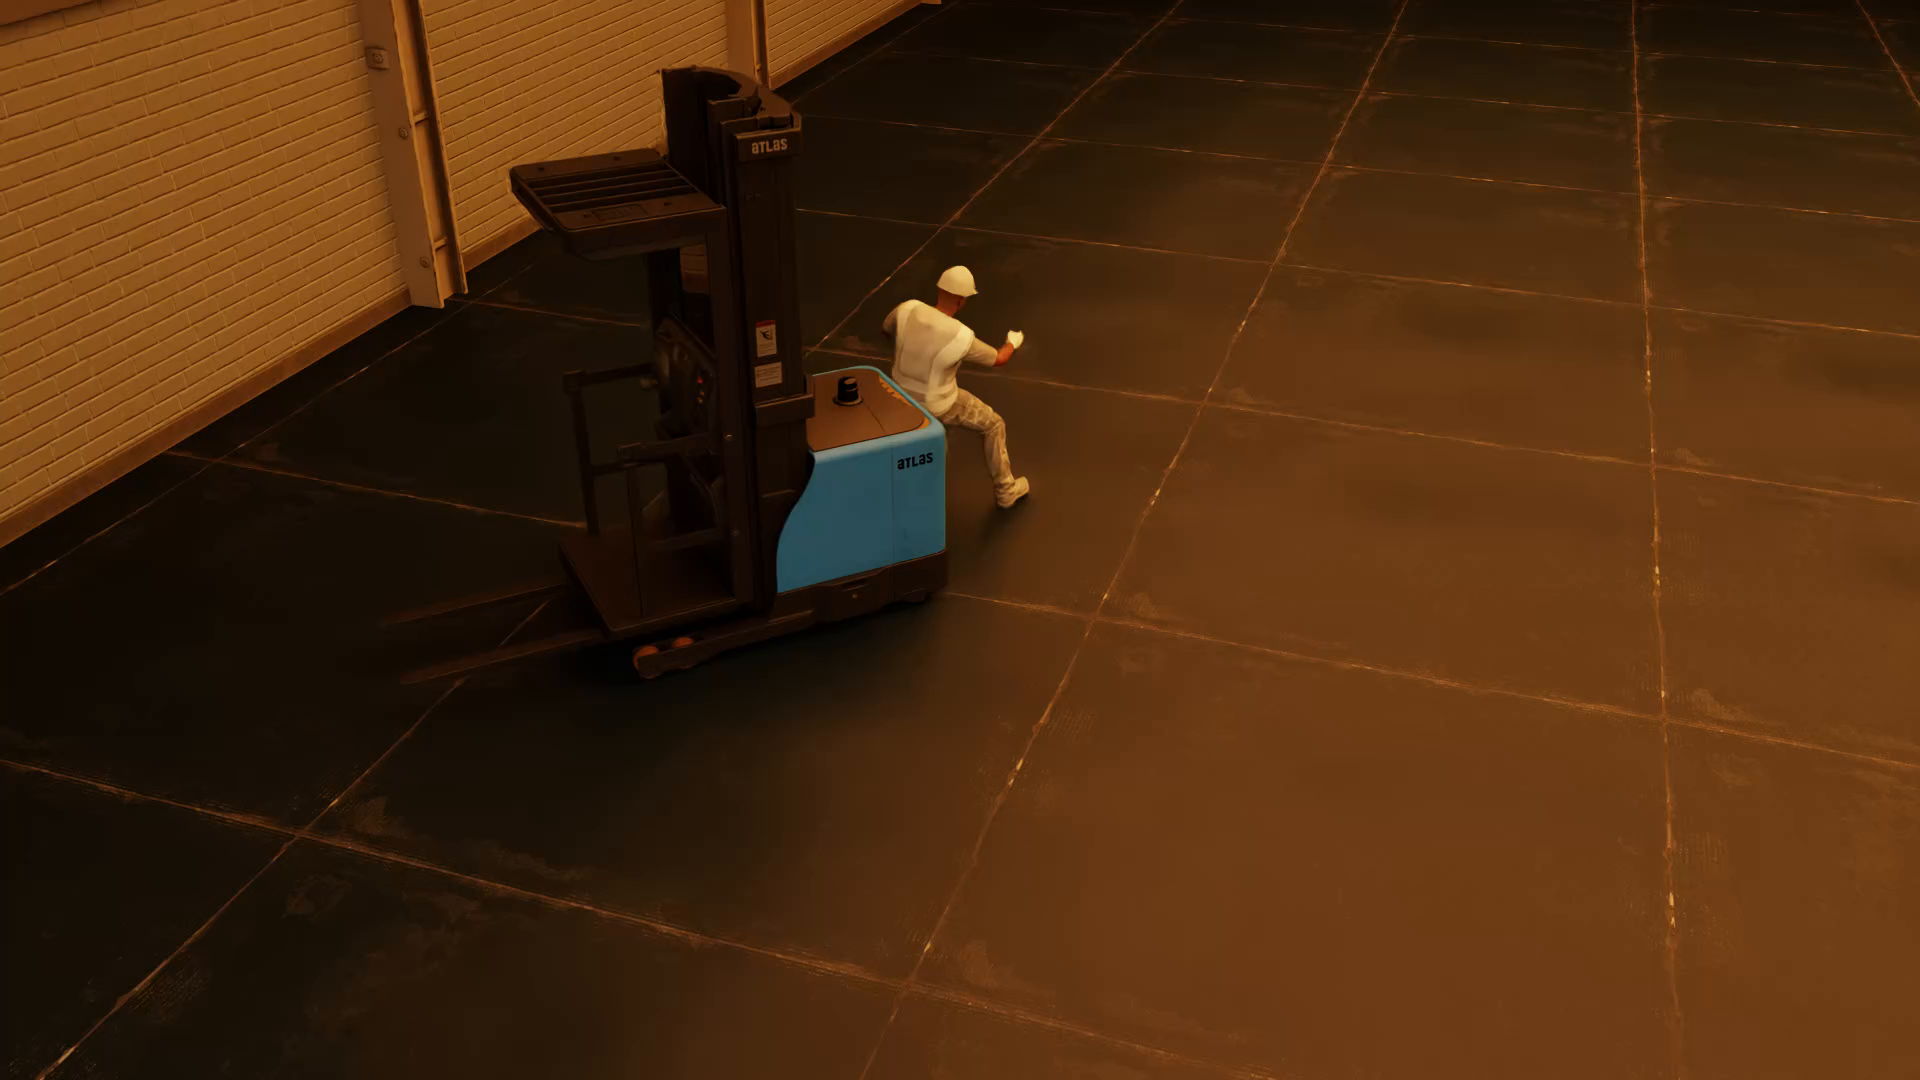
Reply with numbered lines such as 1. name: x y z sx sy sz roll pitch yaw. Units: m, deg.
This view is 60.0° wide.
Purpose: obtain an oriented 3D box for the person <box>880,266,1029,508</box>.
1. person: -0.017 -1.014 10.316 0.906 1.559 0.829 17 34 27

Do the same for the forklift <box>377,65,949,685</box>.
1. forklift: -1.617 -0.840 8.610 3.031 2.935 1.130 -14 33 -23
